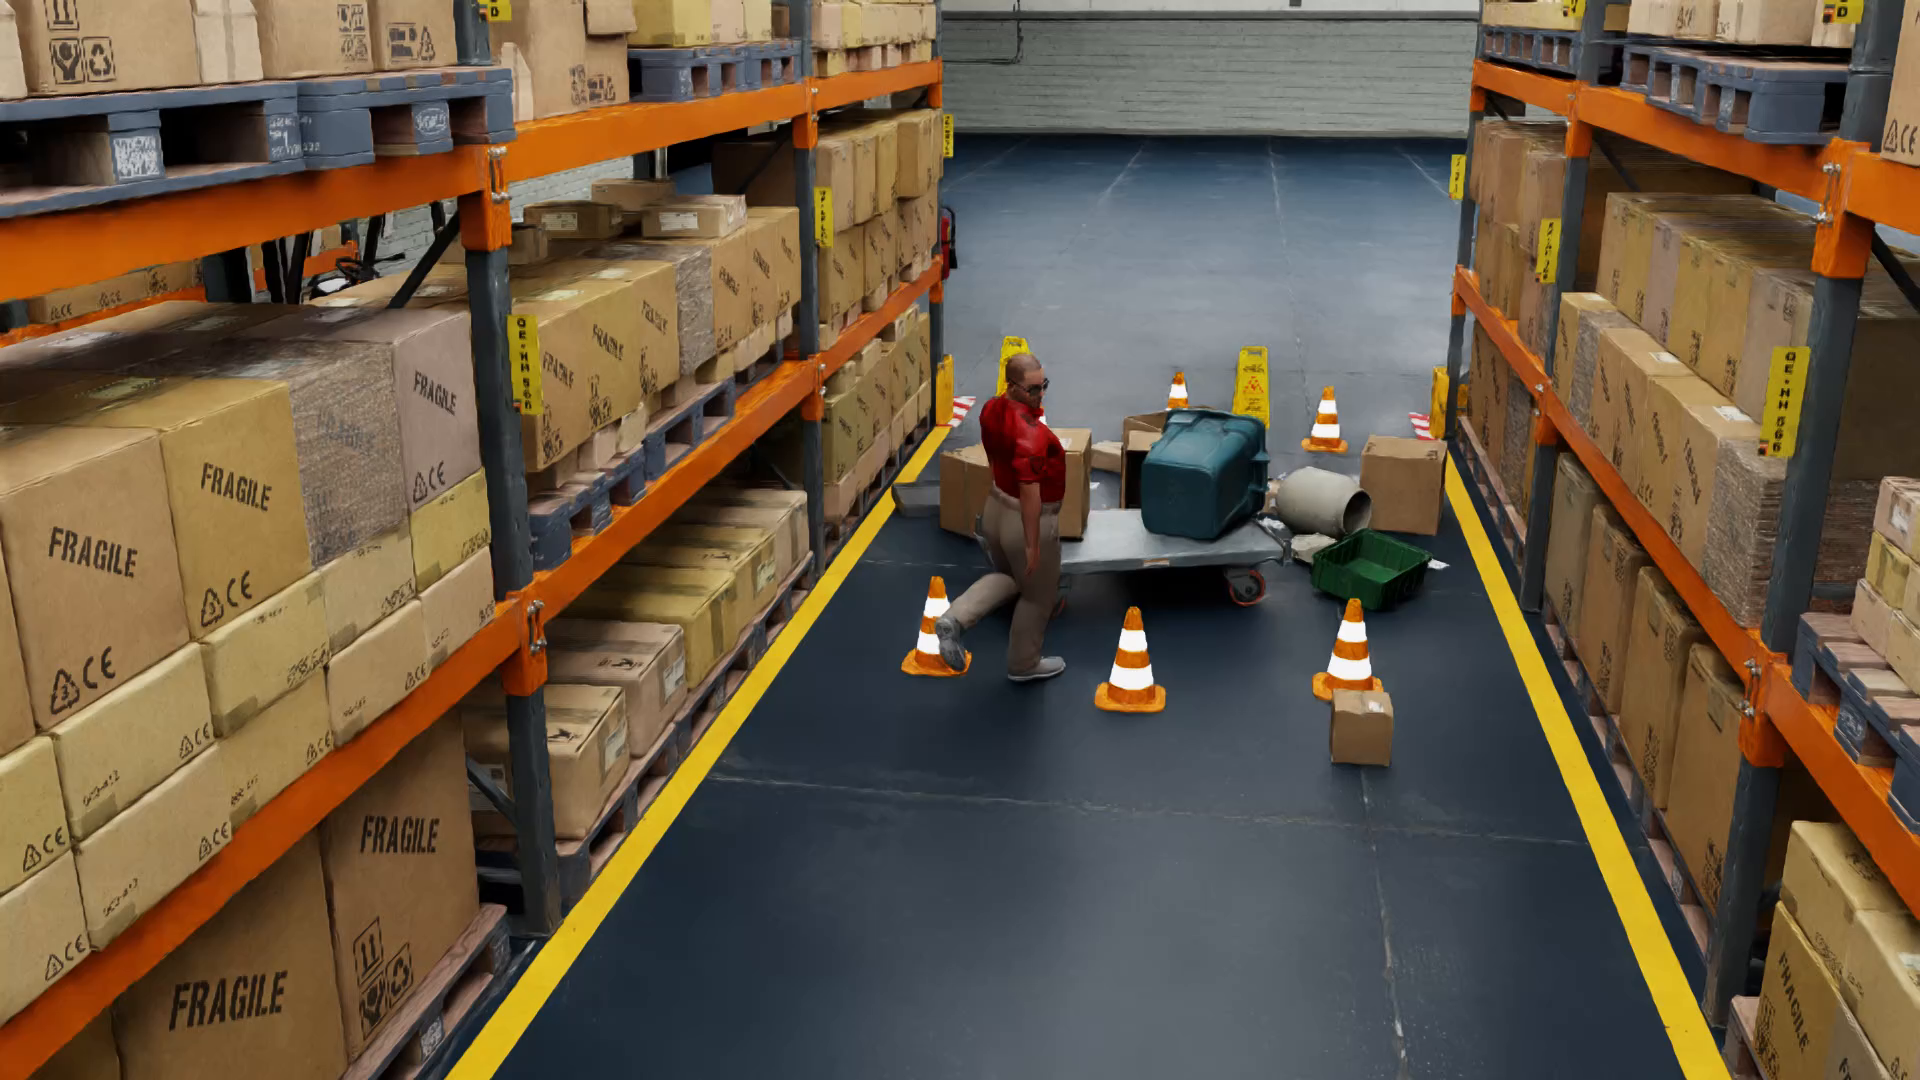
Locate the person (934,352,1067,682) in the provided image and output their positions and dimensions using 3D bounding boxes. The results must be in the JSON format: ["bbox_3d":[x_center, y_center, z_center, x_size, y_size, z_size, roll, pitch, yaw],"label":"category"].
[{"bbox_3d":[0.266,-0.071,7.846,0.721,1.687,0.605,-10,20,-27],"label":"person"}]
